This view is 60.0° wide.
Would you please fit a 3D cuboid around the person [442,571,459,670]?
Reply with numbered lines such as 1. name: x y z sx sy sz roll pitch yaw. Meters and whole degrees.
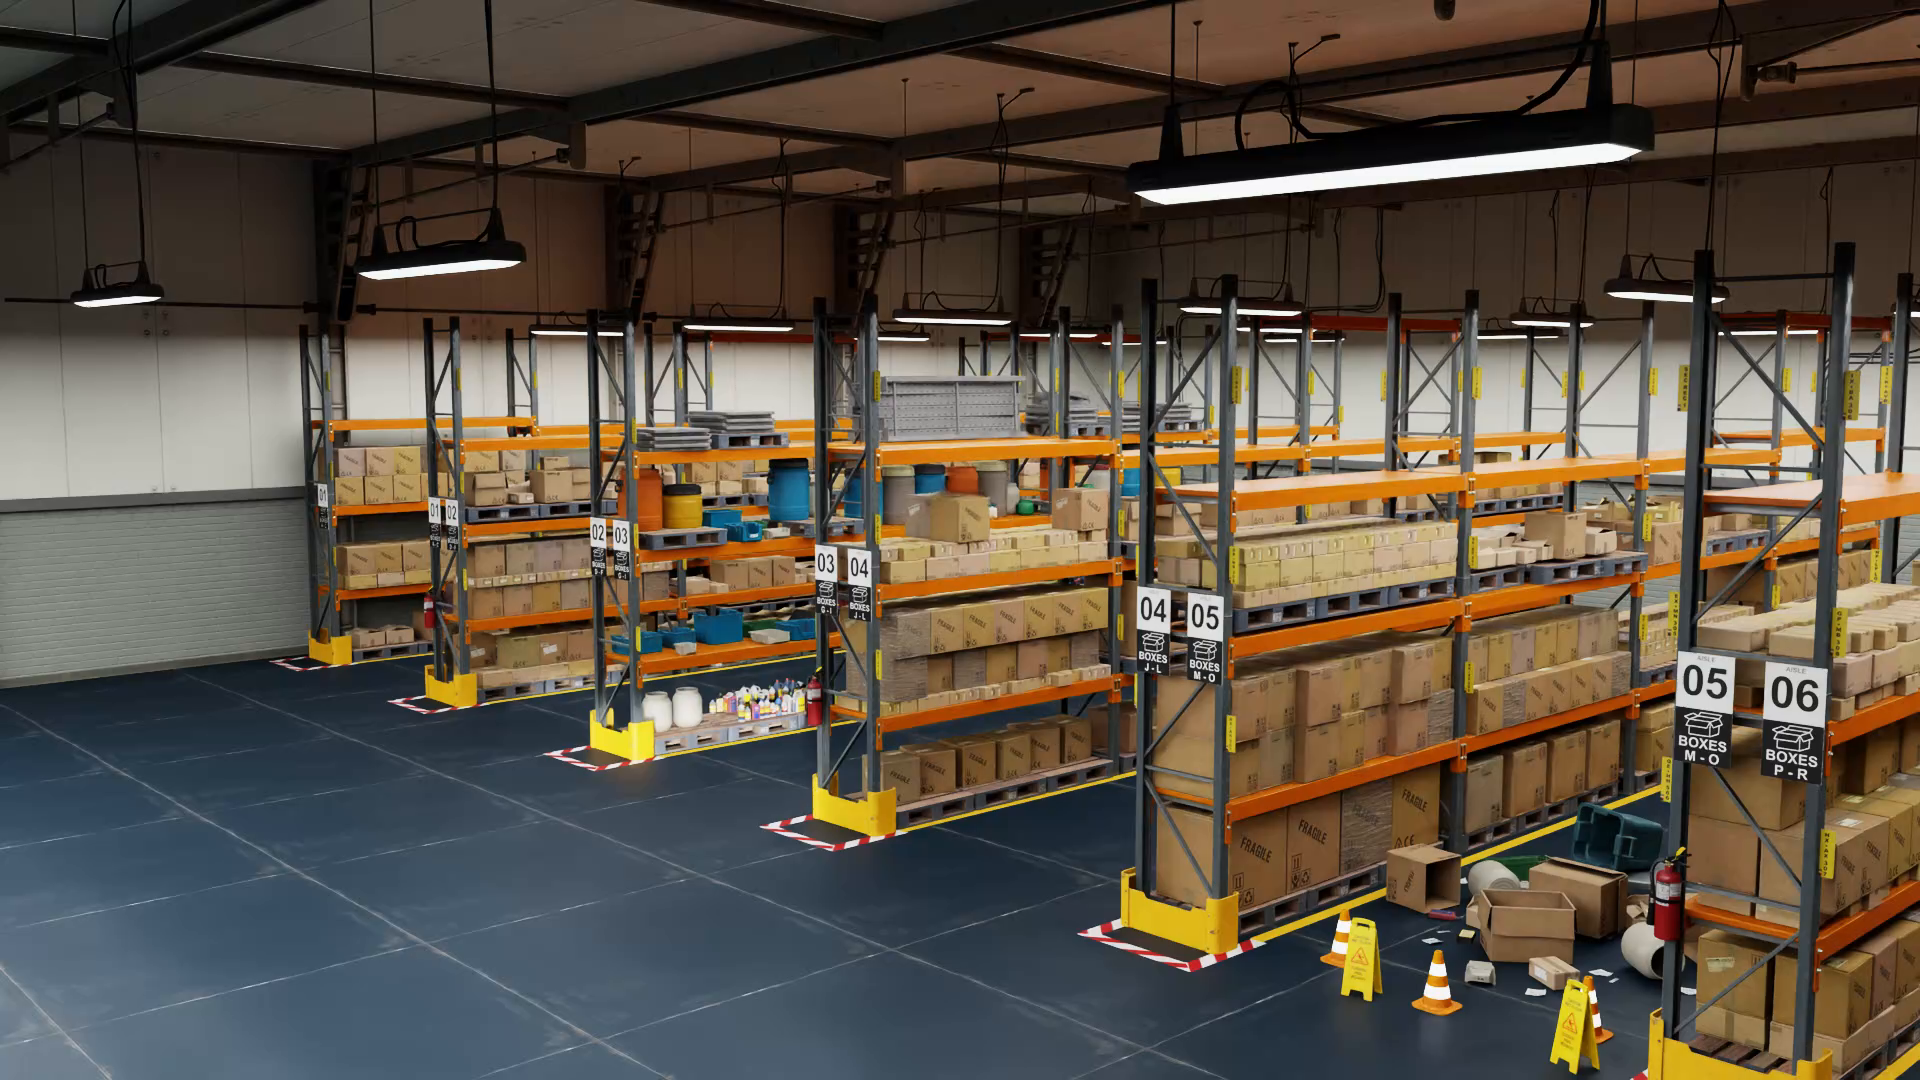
1. person: -8.680 1.389 28.765 0.668 1.770 1.027 2 6 17
